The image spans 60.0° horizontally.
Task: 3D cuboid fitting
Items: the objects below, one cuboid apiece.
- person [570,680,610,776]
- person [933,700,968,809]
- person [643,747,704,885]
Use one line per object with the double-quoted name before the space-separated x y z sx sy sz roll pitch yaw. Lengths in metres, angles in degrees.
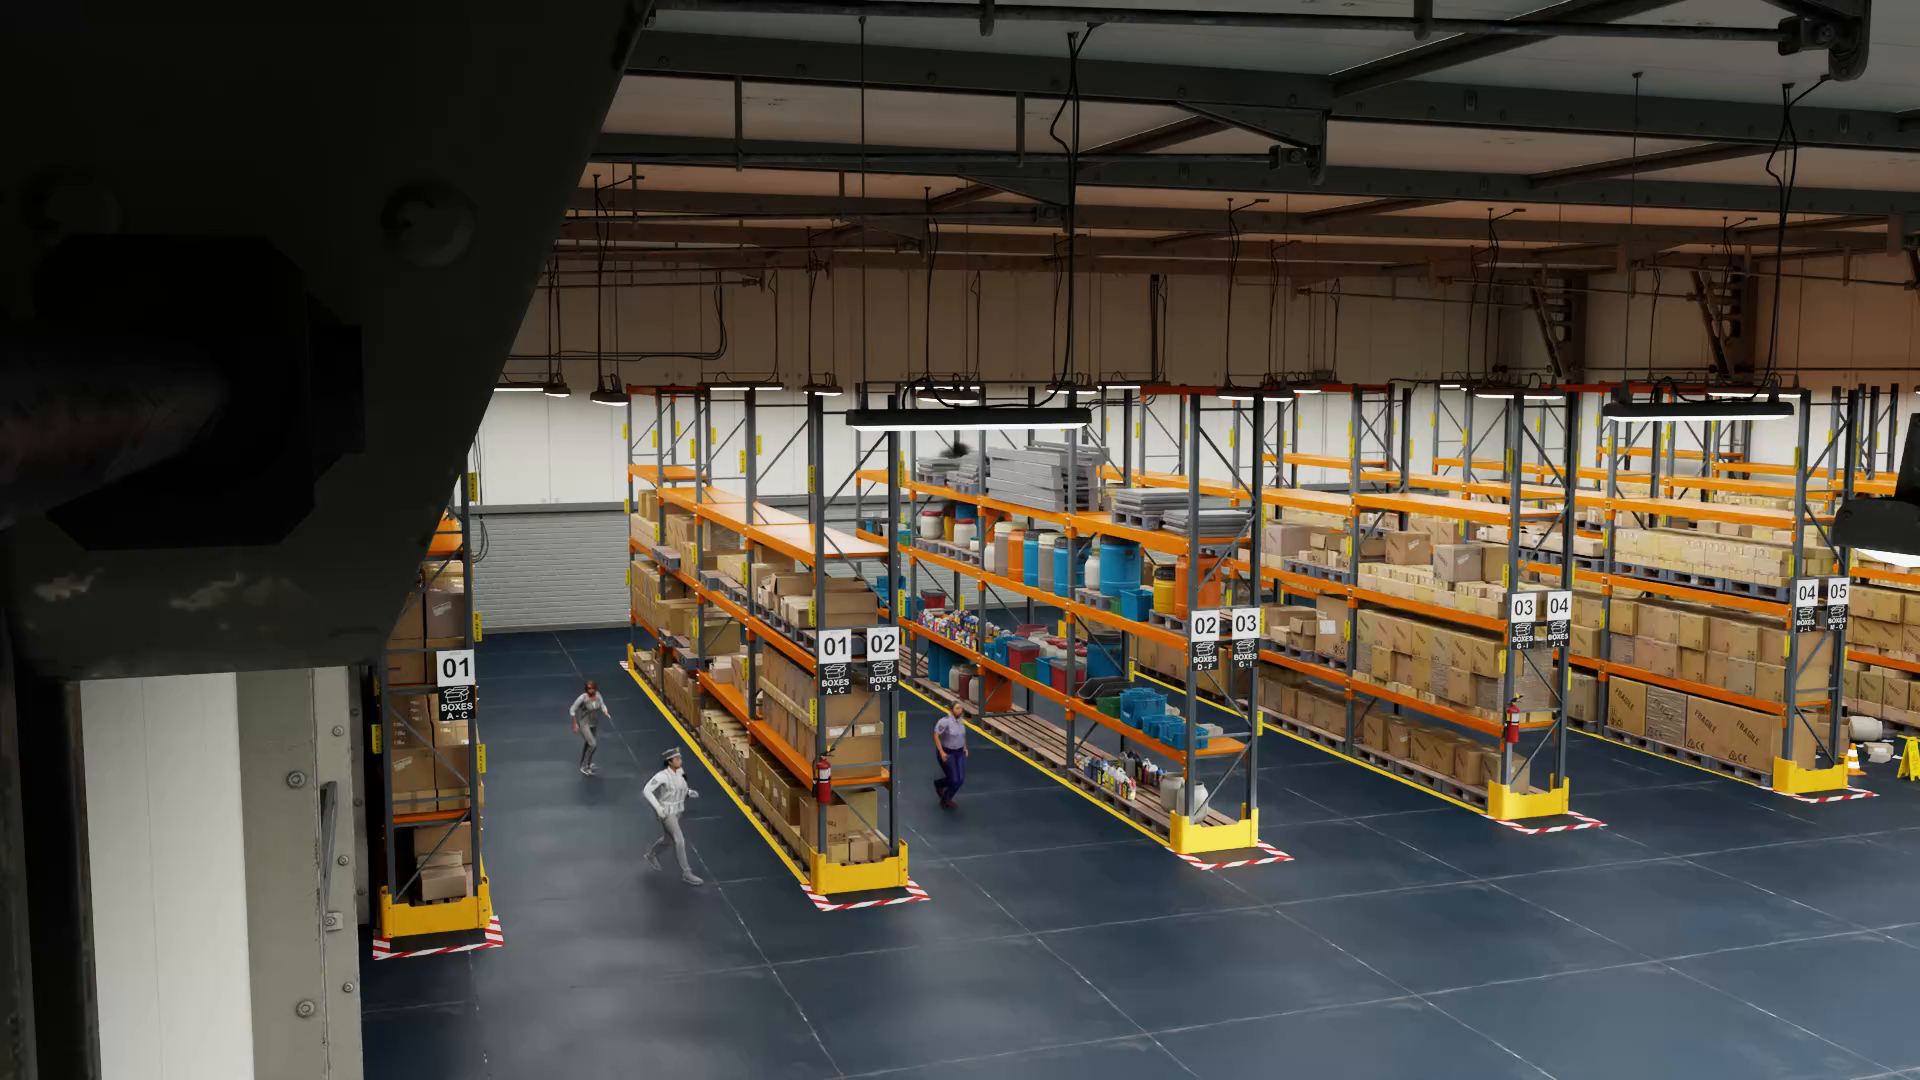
"person" -5.752 2.924 25.973 0.778 1.556 0.558 3 7 30
"person" -0.149 3.087 23.974 0.612 1.572 0.538 -5 8 -42
"person" -3.568 3.358 20.443 0.941 1.674 0.624 3 7 25
